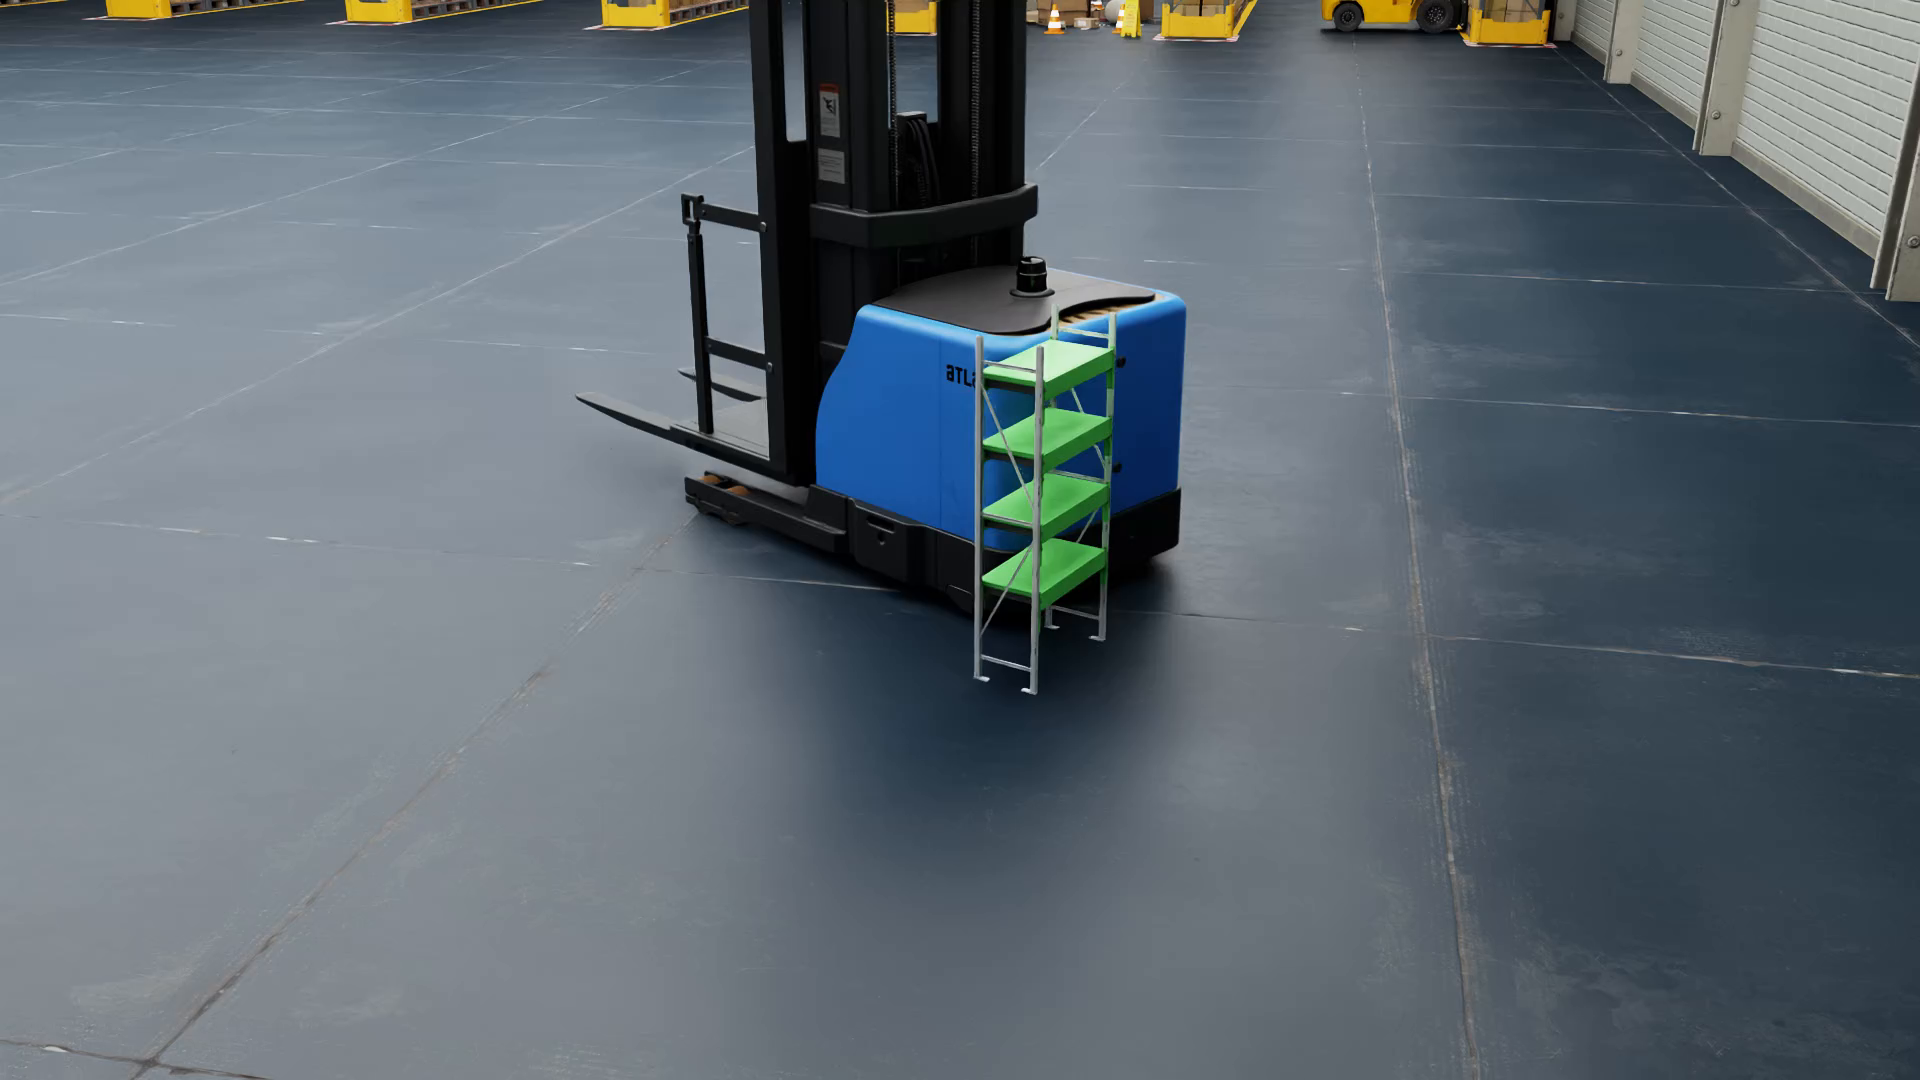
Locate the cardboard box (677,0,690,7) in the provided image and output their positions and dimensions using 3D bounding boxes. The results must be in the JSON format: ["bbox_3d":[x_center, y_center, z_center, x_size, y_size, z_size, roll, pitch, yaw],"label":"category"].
[{"bbox_3d":[-5.389,-10.231,31.026,0.500,0.500,0.500,7,23,16],"label":"cardboard box"}]

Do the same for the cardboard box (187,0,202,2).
[{"bbox_3d":[-15.039,-10.558,32.172,0.500,0.250,0.500,4,22,11],"label":"cardboard box"}]

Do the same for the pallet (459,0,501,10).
[{"bbox_3d":[-9.978,-10.824,33.448,1.003,0.211,1.213,4,22,11],"label":"pallet"}]

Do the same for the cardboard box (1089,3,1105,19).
[{"bbox_3d":[2.483,-9.825,30.893,0.258,0.266,0.396,-11,25,-26],"label":"cardboard box"}]

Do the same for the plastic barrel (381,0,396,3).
[{"bbox_3d":[-10.557,-10.185,30.895,0.421,0.512,0.421,0,22,0],"label":"plastic barrel"}]

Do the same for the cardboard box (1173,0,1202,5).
[{"bbox_3d":[3.842,-9.345,28.155,0.500,0.500,0.500,5,22,11],"label":"cardboard box"}]

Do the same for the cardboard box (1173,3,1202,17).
[{"bbox_3d":[3.840,-9.009,28.325,0.500,0.250,0.500,4,22,11],"label":"cardboard box"}]

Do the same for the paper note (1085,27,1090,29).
[{"bbox_3d":[2.178,-8.885,28.873,0.148,0.019,0.142,-3,22,-8],"label":"paper note"}]

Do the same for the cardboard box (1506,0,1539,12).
[{"bbox_3d":[9.093,-8.695,26.877,0.500,0.250,0.500,5,22,12],"label":"cardboard box"}]

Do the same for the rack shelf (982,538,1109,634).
[{"bbox_3d":[0.285,0.141,5.711,0.258,0.148,0.480,13,25,30],"label":"rack shelf"}]

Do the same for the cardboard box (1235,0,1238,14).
[{"bbox_3d":[4.580,-9.344,29.159,0.500,0.250,0.500,6,23,15],"label":"cardboard box"}]

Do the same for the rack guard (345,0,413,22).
[{"bbox_3d":[-10.647,-9.769,30.441,1.175,0.500,0.348,4,22,11],"label":"rack guard"}]

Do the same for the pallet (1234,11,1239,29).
[{"bbox_3d":[4.401,-9.238,29.509,1.003,0.211,1.213,4,22,11],"label":"pallet"}]

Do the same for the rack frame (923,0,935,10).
[{"bbox_3d":[-0.932,-10.105,27.929,1.000,3.000,0.127,4,22,11],"label":"rack frame"}]

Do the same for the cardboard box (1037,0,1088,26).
[{"bbox_3d":[1.814,-9.442,29.624,0.797,0.503,0.637,-11,25,-26],"label":"cardboard box"}]

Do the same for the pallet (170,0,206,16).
[{"bbox_3d":[-15.350,-10.266,32.061,1.003,0.211,1.213,4,22,11],"label":"pallet"}]

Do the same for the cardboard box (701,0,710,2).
[{"bbox_3d":[-5.181,-10.665,32.103,0.500,0.500,0.500,12,25,28],"label":"cardboard box"}]

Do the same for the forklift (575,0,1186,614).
[{"bbox_3d":[-0.535,-1.544,6.763,3.031,2.935,1.130,20,29,40],"label":"forklift"}]

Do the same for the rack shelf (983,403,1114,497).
[{"bbox_3d":[0.285,-0.304,5.532,0.258,0.148,0.480,13,25,30],"label":"rack shelf"}]

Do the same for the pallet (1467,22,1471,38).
[{"bbox_3d":[8.909,-8.377,27.370,1.003,0.211,1.213,4,22,11],"label":"pallet"}]

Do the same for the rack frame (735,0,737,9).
[{"bbox_3d":[-4.951,-11.983,32.591,1.000,3.000,0.127,4,22,11],"label":"rack frame"}]

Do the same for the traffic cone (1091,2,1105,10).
[{"bbox_3d":[2.713,-10.793,33.033,0.336,0.463,0.334,4,22,11],"label":"traffic cone"}]

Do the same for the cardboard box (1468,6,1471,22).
[{"bbox_3d":[8.691,-8.684,27.519,0.500,0.250,0.500,4,22,11],"label":"cardboard box"}]

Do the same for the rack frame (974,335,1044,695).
[{"bbox_3d":[0.155,-0.064,5.406,0.240,1.200,0.015,13,25,30],"label":"rack frame"}]

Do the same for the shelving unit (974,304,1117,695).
[{"bbox_3d":[0.285,-0.141,5.598,0.258,1.200,0.503,13,25,30],"label":"shelving unit"}]

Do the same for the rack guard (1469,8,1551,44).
[{"bbox_3d":[8.789,-8.219,26.592,1.175,0.500,0.348,4,22,11],"label":"rack guard"}]

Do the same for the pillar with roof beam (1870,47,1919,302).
[{"bbox_3d":[1.931,-6.101,9.958,9.100,9.000,0.400,4,22,11],"label":"pillar with roof beam"}]

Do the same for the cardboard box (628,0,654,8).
[{"bbox_3d":[-5.624,-9.782,29.911,0.500,0.500,0.500,9,24,21],"label":"cardboard box"}]

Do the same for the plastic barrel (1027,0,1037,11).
[{"bbox_3d":[1.154,-9.841,30.722,0.421,0.421,0.512,-16,27,-35],"label":"plastic barrel"}]

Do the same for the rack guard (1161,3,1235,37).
[{"bbox_3d":[3.950,-8.633,27.619,1.175,0.500,0.348,4,22,11],"label":"rack guard"}]

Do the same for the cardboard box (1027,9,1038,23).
[{"bbox_3d":[1.336,-9.530,30.162,0.396,0.266,0.258,8,23,20],"label":"cardboard box"}]

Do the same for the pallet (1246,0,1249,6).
[{"bbox_3d":[5.406,-11.111,34.160,1.003,0.211,1.213,4,22,11],"label":"pallet"}]

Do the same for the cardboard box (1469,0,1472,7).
[{"bbox_3d":[8.700,-8.923,27.444,0.500,0.250,0.500,4,22,10],"label":"cardboard box"}]

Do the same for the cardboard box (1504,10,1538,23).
[{"bbox_3d":[9.086,-8.471,26.991,0.500,0.250,0.500,5,22,11],"label":"cardboard box"}]

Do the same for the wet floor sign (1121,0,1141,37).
[{"bbox_3d":[2.848,-8.684,27.553,0.267,0.644,0.232,13,25,29],"label":"wet floor sign"}]

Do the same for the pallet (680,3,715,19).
[{"bbox_3d":[-5.300,-9.993,31.385,1.003,0.211,1.213,4,22,11],"label":"pallet"}]

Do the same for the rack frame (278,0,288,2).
[{"bbox_3d":[-14.648,-12.739,34.470,1.000,3.000,0.127,4,22,11],"label":"rack frame"}]

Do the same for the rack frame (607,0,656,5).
[{"bbox_3d":[-5.767,-10.520,28.959,1.000,3.000,0.127,4,22,11],"label":"rack frame"}]

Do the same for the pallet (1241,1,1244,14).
[{"bbox_3d":[4.908,-10.219,31.944,1.003,0.211,1.213,4,22,11],"label":"pallet"}]

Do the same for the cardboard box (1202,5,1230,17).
[{"bbox_3d":[4.369,-8.958,28.199,0.500,0.250,0.500,4,22,10],"label":"cardboard box"}]

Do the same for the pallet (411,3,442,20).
[{"bbox_3d":[-10.476,-9.932,31.232,1.003,0.211,1.213,4,22,11],"label":"pallet"}]

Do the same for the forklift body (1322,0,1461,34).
[{"bbox_3d":[7.395,-9.826,28.373,2.313,2.155,1.214,4,22,11],"label":"forklift body"}]

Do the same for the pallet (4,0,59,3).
[{"bbox_3d":[-19.601,-11.574,35.308,1.003,0.211,1.213,4,22,11],"label":"pallet"}]

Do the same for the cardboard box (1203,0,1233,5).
[{"bbox_3d":[4.374,-9.314,28.080,0.500,0.500,0.500,4,22,9],"label":"cardboard box"}]

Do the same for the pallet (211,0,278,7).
[{"bbox_3d":[-14.852,-11.158,34.277,1.003,0.211,1.213,4,22,11],"label":"pallet"}]

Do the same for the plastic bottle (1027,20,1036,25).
[{"bbox_3d":[1.264,-9.271,29.791,0.133,0.061,0.283,-3,22,-8],"label":"plastic bottle"}]

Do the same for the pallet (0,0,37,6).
[{"bbox_3d":[-19.848,-11.126,34.197,1.003,0.211,1.213,4,22,11],"label":"pallet"}]

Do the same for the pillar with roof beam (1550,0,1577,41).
[{"bbox_3d":[5.604,-12.684,26.303,9.100,9.000,0.400,4,22,11],"label":"pillar with roof beam"}]
